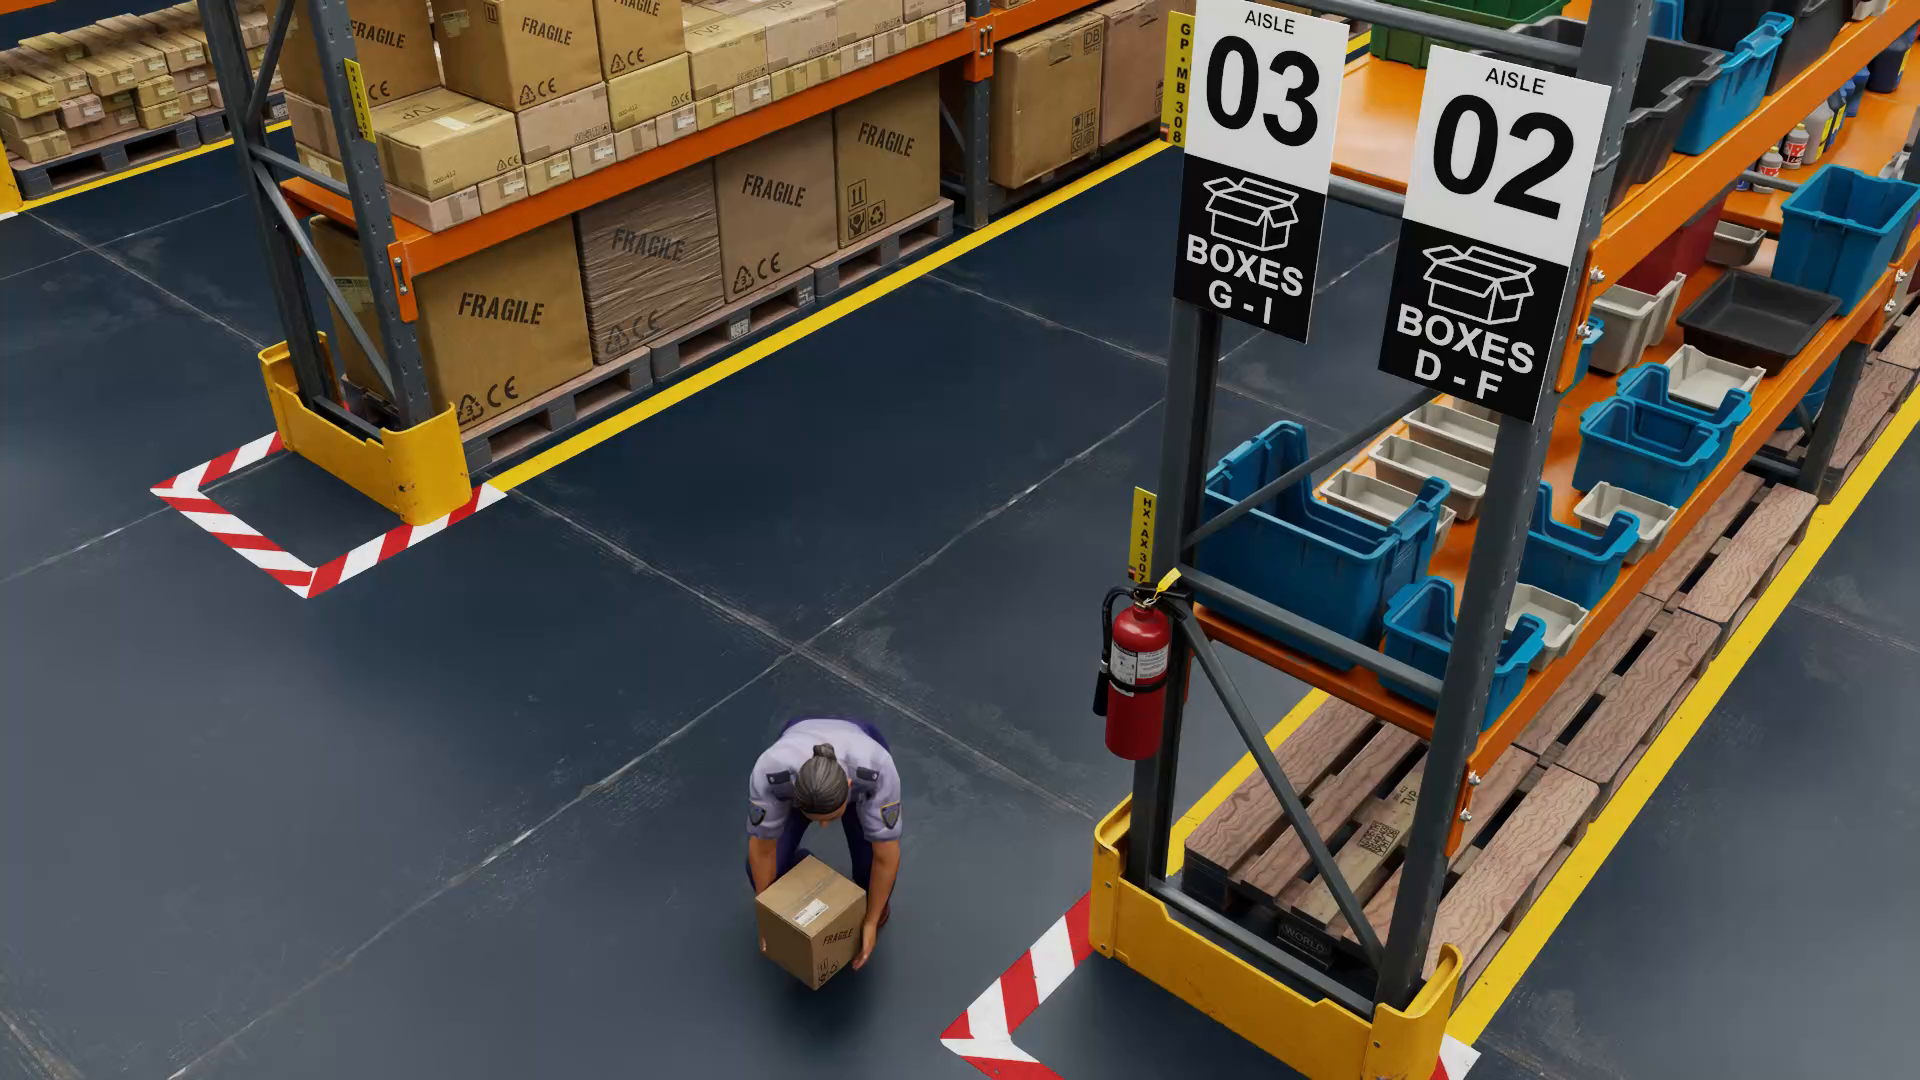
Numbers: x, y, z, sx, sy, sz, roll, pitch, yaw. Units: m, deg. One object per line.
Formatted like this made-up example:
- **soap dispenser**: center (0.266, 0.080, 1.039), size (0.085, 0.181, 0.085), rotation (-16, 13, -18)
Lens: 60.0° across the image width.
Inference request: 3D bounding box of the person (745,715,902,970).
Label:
- **person**: center (-0.431, 0.902, 5.450), size (0.529, 0.998, 0.795), rotation (3, 35, 4)
